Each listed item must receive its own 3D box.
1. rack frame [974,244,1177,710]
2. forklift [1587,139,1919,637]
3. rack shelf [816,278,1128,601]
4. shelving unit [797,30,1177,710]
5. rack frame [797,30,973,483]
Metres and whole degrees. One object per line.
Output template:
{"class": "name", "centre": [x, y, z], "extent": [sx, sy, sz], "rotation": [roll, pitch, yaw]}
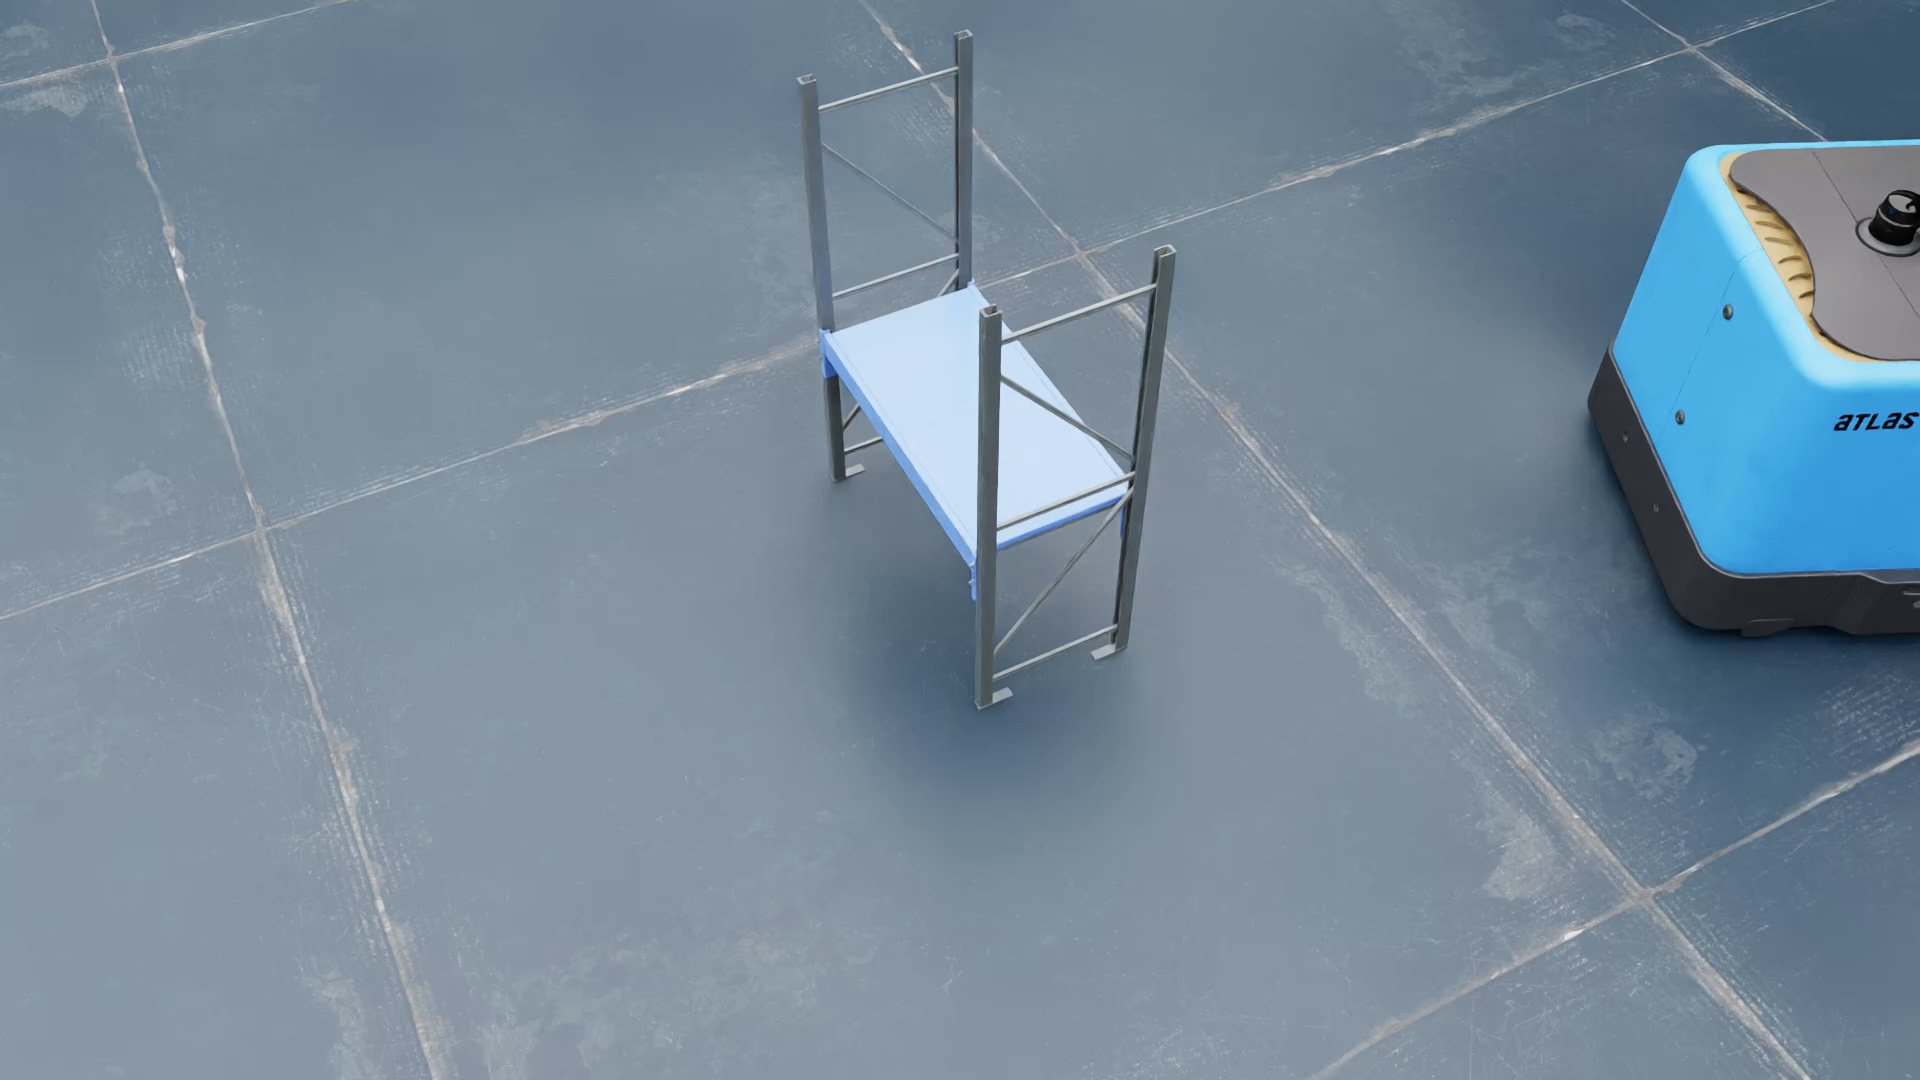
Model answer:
{"class": "rack frame", "centre": [0.272, -0.096, 4.338], "extent": [0.500, 1.500, 0.032], "rotation": [-21, 52, -18]}
{"class": "forklift", "centre": [3.626, -1.097, 4.262], "extent": [3.031, 2.935, 1.130], "rotation": [-2, 49, -2]}
{"class": "rack shelf", "centre": [0.039, -0.318, 4.771], "extent": [0.538, 0.185, 1.000], "rotation": [-21, 52, -18]}
{"class": "shelving unit", "centre": [0.039, -0.437, 4.636], "extent": [0.538, 1.500, 1.048], "rotation": [-21, 52, -18]}
{"class": "rack frame", "centre": [-0.194, -0.777, 4.933], "extent": [0.500, 1.500, 0.032], "rotation": [-21, 52, -18]}
